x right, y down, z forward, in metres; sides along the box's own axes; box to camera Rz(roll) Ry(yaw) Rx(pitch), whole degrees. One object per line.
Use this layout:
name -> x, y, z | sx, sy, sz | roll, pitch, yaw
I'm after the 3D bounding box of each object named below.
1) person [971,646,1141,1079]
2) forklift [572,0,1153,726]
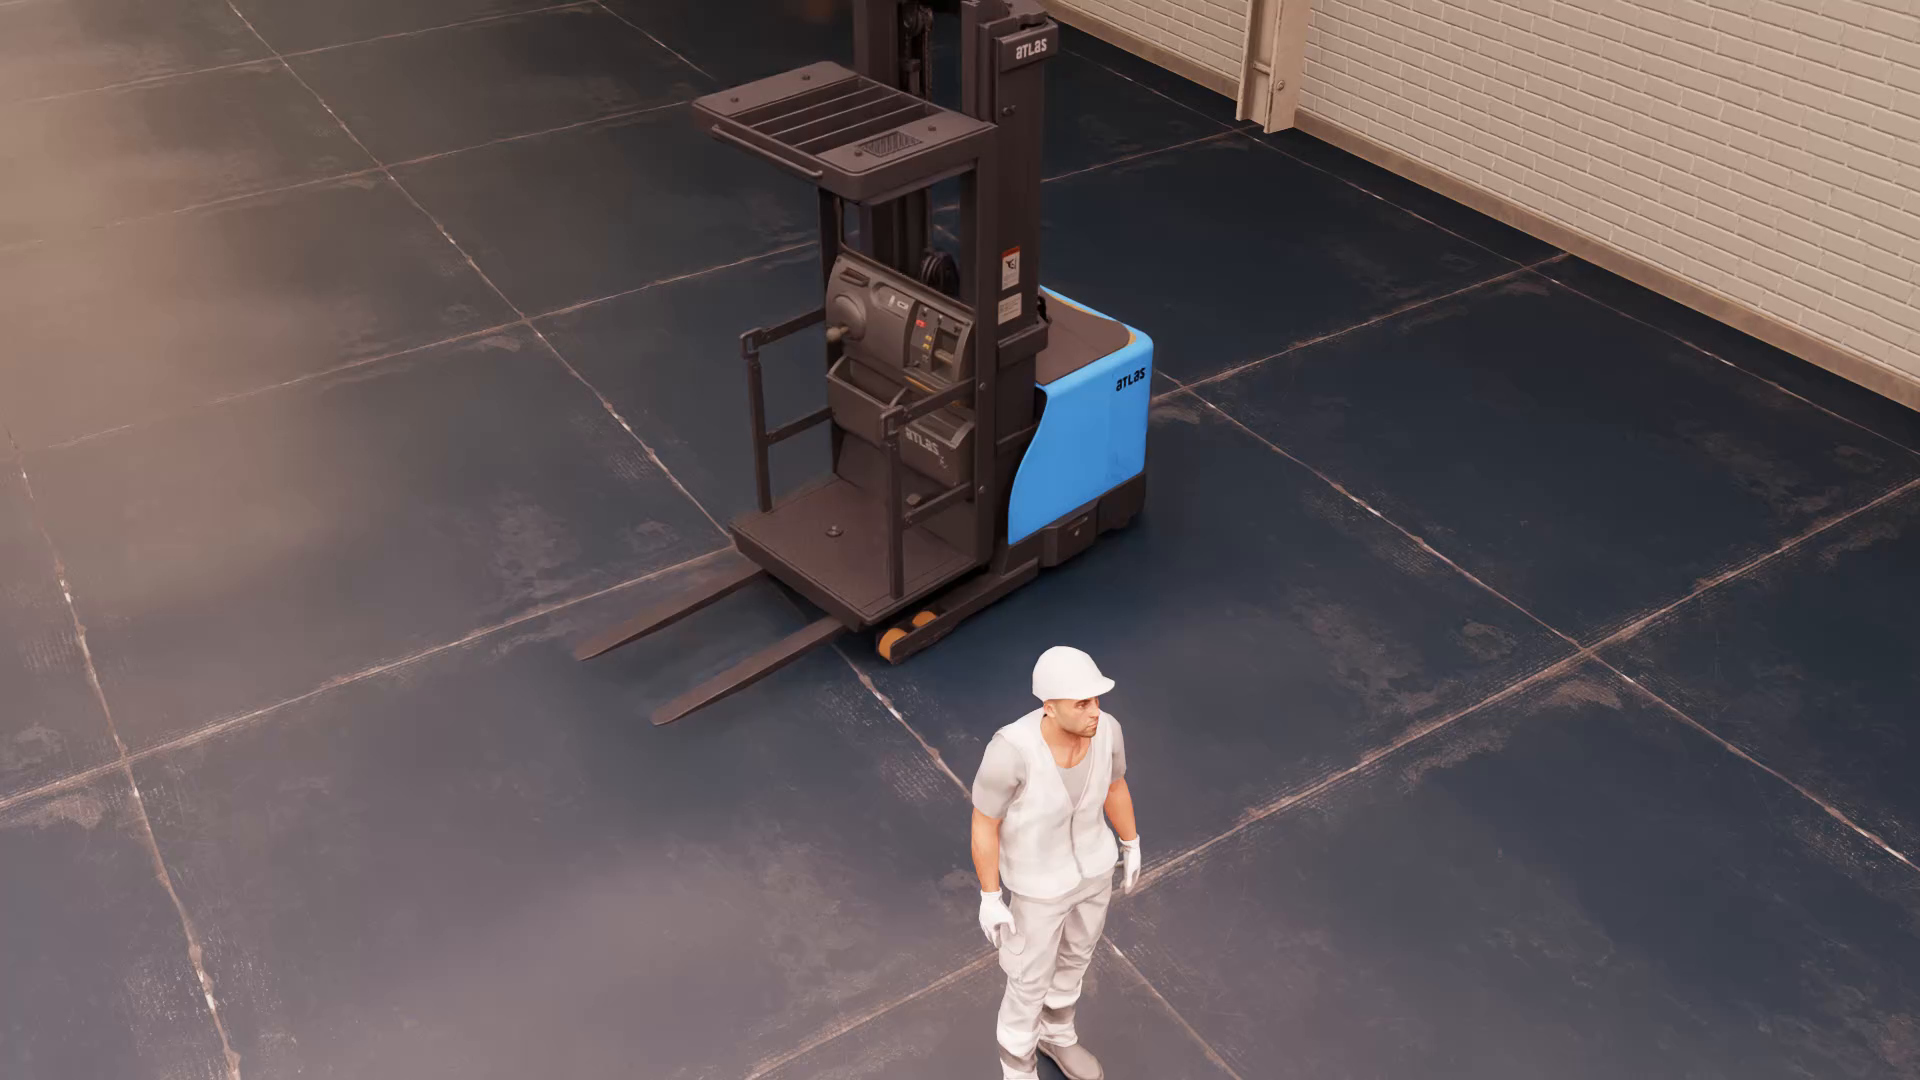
person -> 0.362, 1.154, 5.486 | 0.638, 1.786, 0.565 | -20, 40, -26
forklift -> -0.439, -0.953, 7.504 | 3.031, 2.935, 1.130 | -28, 44, -34
